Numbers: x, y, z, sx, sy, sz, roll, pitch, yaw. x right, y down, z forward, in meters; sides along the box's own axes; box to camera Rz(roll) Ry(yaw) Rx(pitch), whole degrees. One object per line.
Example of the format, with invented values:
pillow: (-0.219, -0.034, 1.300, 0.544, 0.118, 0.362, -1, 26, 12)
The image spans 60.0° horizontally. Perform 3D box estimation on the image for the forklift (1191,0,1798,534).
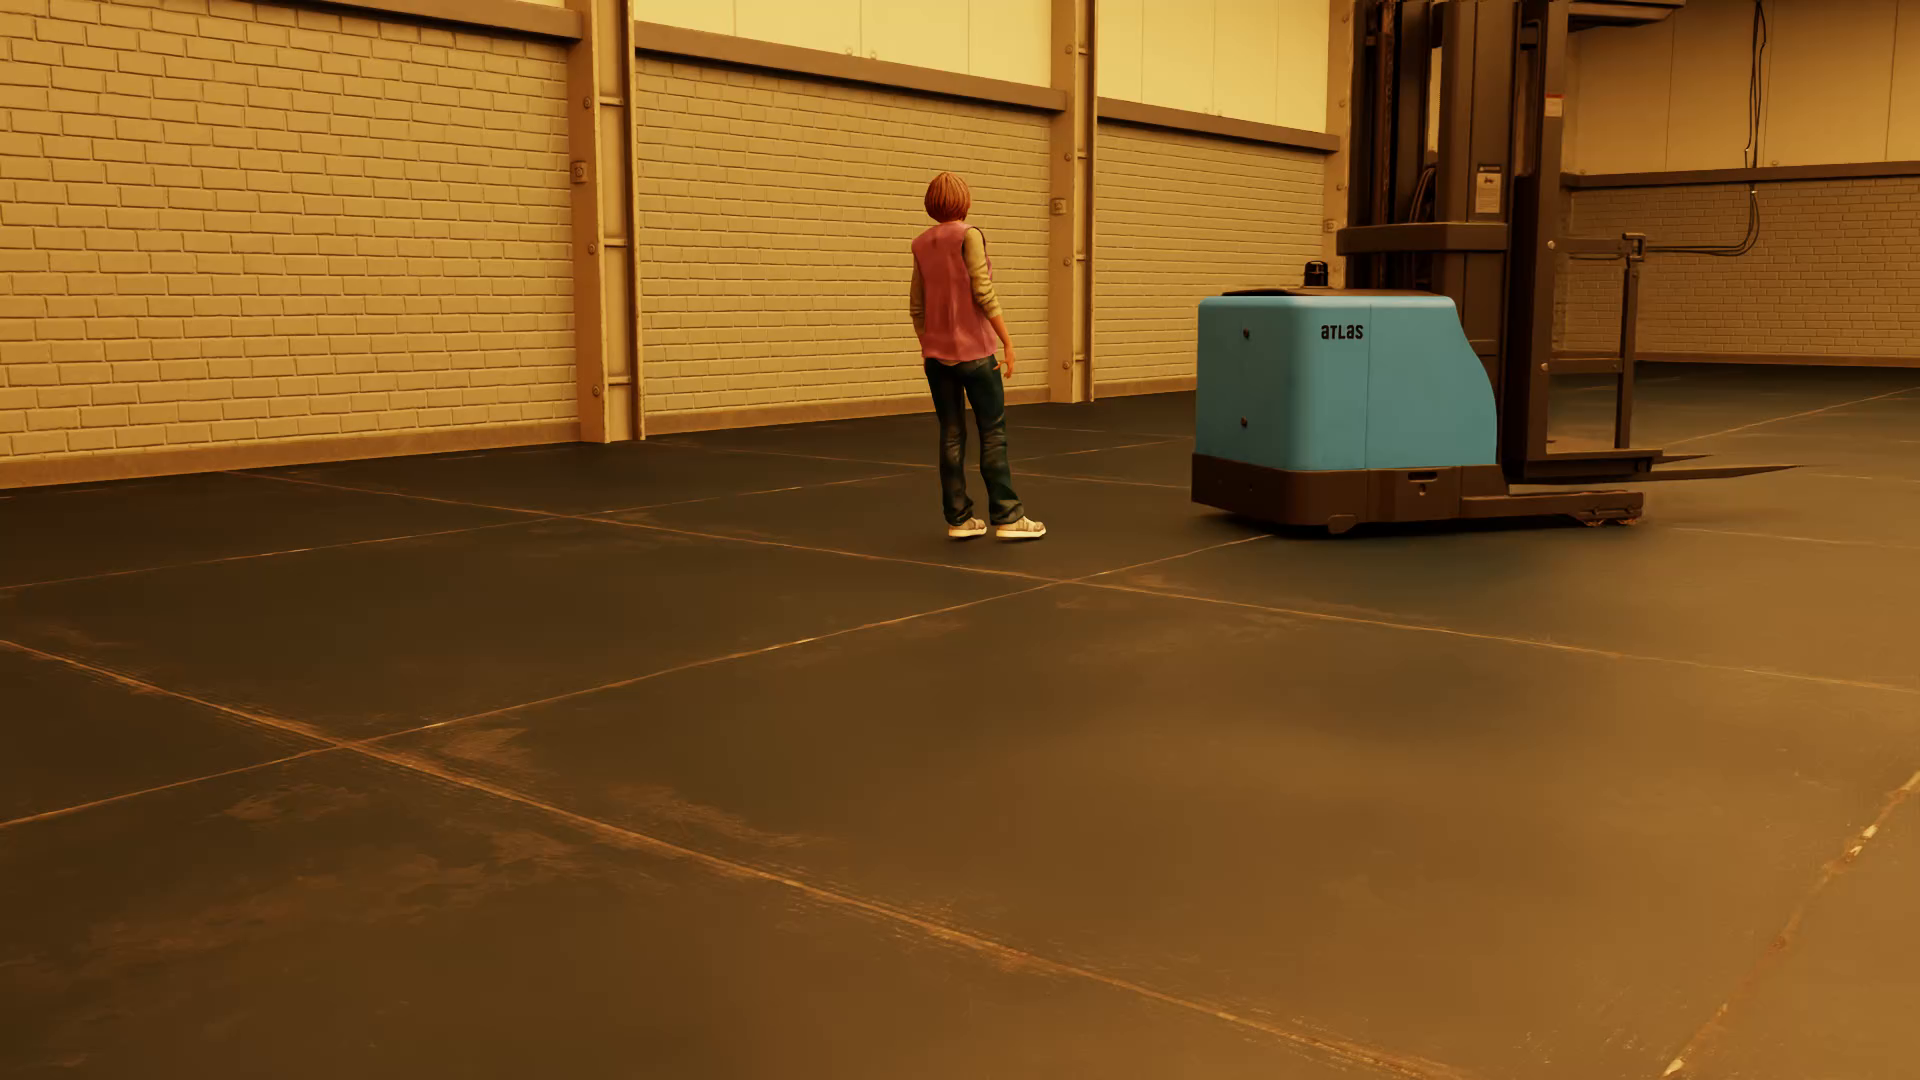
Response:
forklift: (2.718, -1.580, 8.081, 3.031, 2.935, 1.130, -3, 9, -19)

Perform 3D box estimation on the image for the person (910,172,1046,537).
person: (0.057, -0.804, 7.336, 0.520, 1.596, 0.475, 7, 11, 38)
